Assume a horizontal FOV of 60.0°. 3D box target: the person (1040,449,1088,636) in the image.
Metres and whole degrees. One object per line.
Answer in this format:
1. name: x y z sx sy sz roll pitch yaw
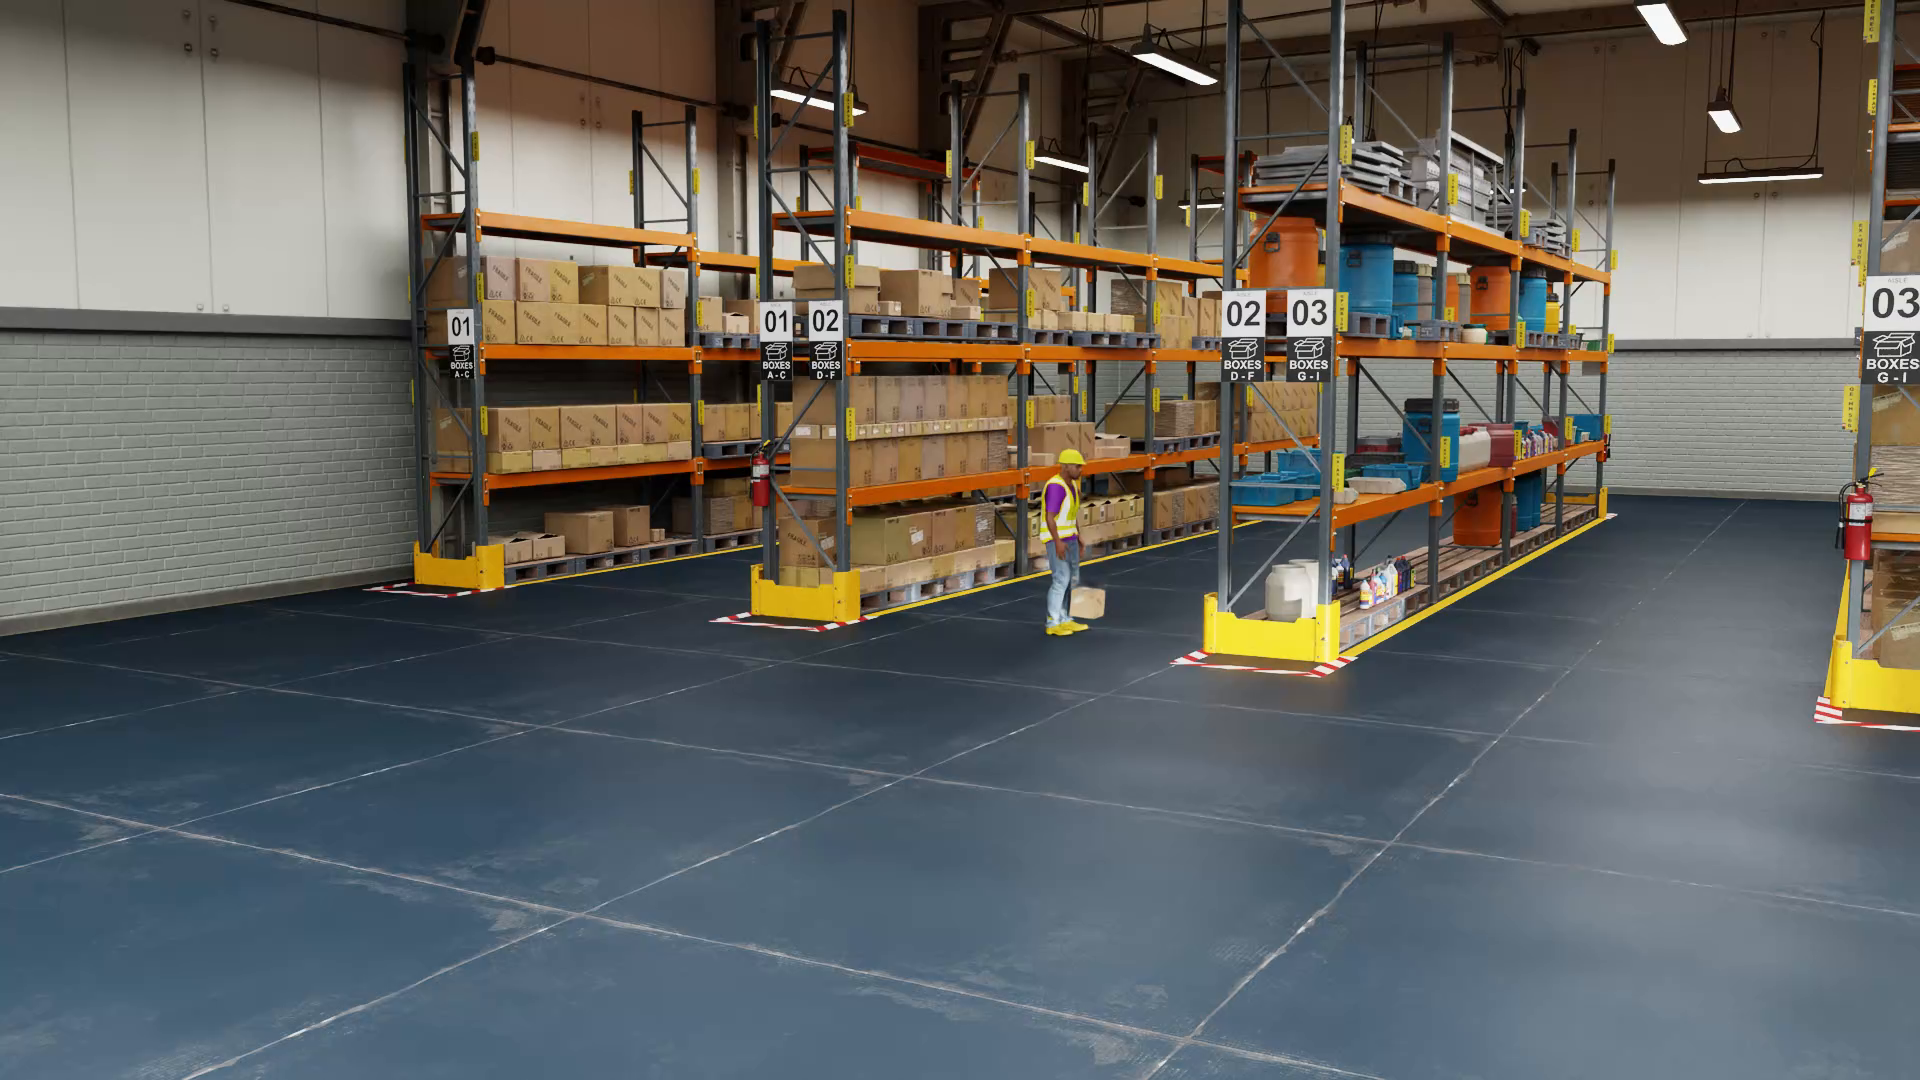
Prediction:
1. person: 1.000 0.010 15.939 0.443 1.763 0.601 3 7 27
